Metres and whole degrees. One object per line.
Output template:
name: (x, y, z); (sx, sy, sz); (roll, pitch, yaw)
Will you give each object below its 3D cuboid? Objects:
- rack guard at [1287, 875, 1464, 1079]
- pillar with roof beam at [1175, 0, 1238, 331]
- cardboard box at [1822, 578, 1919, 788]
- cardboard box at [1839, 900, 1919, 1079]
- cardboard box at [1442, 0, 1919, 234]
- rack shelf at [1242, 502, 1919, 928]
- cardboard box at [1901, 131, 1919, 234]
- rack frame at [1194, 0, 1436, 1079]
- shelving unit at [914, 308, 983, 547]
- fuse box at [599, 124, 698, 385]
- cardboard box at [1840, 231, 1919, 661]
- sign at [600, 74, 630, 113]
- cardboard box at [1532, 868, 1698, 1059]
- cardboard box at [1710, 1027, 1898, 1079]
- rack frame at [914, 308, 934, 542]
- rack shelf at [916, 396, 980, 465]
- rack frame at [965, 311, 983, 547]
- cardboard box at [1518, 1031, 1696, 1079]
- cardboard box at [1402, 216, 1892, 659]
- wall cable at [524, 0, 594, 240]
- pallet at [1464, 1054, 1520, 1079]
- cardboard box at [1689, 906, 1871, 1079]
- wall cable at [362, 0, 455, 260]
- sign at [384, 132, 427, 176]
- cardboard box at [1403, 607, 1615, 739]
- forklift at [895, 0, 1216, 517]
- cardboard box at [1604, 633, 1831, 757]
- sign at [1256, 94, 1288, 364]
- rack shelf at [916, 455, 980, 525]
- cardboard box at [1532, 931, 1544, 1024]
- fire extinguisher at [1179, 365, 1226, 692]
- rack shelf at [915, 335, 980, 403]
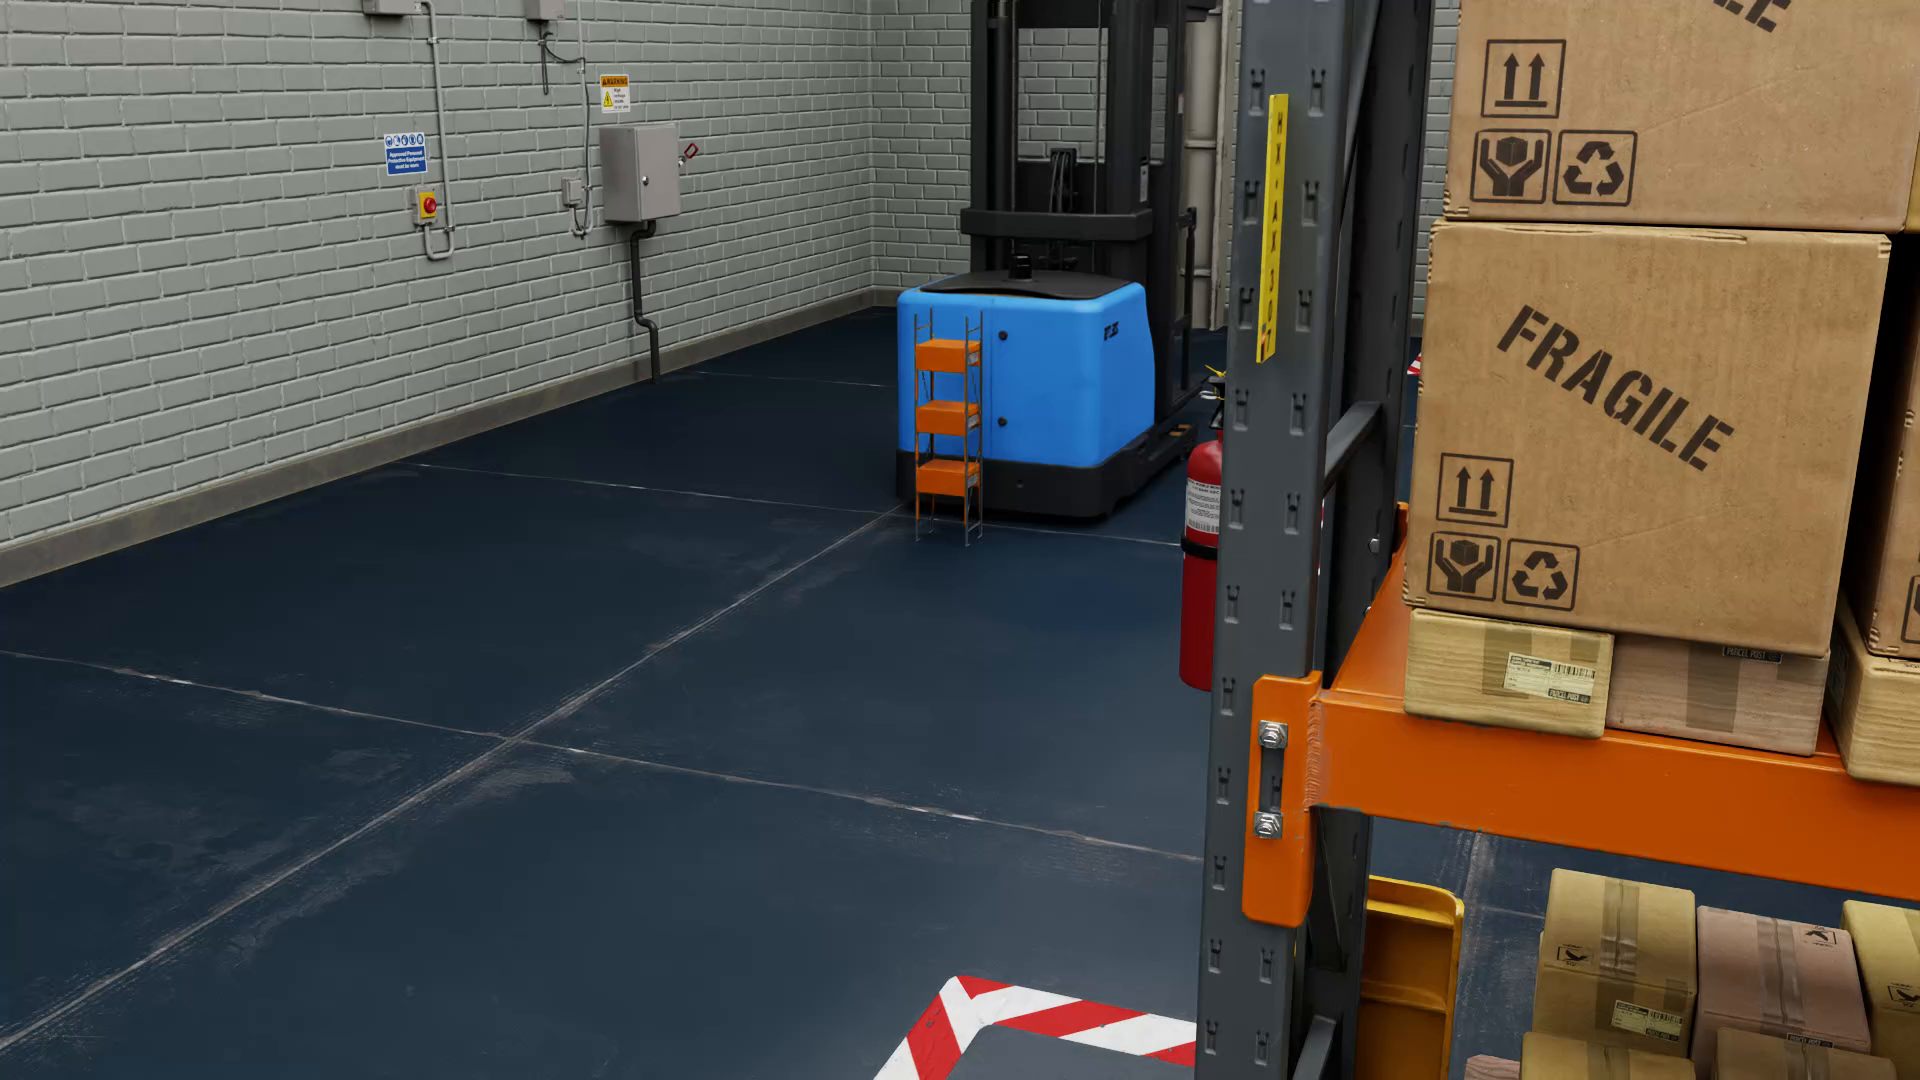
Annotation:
rack guard: (0.661, 1.094, 3.008); (0.348, 0.500, 1.175); (6, 17, 21)
pillar with roof beam: (0.374, -4.970, 8.653); (0.400, 9.000, 9.100); (6, 17, 21)
cardboard box: (1.254, 0.181, 2.119); (0.250, 0.149, 0.380); (6, 17, 19)
cardboard box: (1.676, 0.790, 2.865); (0.250, 0.149, 0.380); (6, 17, 19)
cardboard box: (0.911, -0.670, 2.096); (0.500, 0.500, 0.500); (6, 17, 20)
rack shelf: (2.451, 0.436, 2.082); (4.000, 0.370, 1.077); (6, 17, 21)
cardboard box: (1.383, -0.620, 1.924); (0.500, 0.500, 0.500); (7, 18, 22)
rack frame: (0.589, -0.113, 2.683); (0.053, 2.616, 0.949); (6, 17, 21)
shelving unit: (-0.050, -0.510, 7.546); (0.252, 1.050, 0.215); (6, 17, 21)
fuse box: (-2.035, -1.890, 11.115); (0.414, 1.711, 0.539); (6, 17, 21)
cardboard box: (1.414, -0.139, 2.060); (0.500, 0.500, 0.500); (6, 17, 21)
sign: (-2.248, -2.912, 10.844); (0.001, 0.242, 0.339); (6, 17, 21)
cardboard box: (1.176, 0.756, 2.982); (0.250, 0.149, 0.380); (6, 17, 21)
cardboard box: (1.254, 0.906, 2.465); (0.250, 0.149, 0.380); (7, 17, 22)
rack frame: (-0.163, -0.522, 7.589); (0.008, 1.050, 0.200); (6, 17, 21)
rack shelf: (-0.050, -0.499, 7.549); (0.240, 0.259, 0.215); (6, 17, 21)
rack frame: (0.064, -0.497, 7.503); (0.008, 1.050, 0.200); (6, 17, 21)
cardboard box: (0.953, 0.909, 2.454); (0.250, 0.149, 0.380); (5, 17, 18)
cardboard box: (0.907, -0.187, 2.226); (0.500, 0.500, 0.500); (7, 18, 23)
wall cable: (-2.432, -2.836, 10.240); (0.122, 1.984, 0.588); (6, 17, 21)
pallet: (1.404, 1.325, 2.731); (1.213, 0.211, 1.003); (6, 17, 21)
cardboard box: (1.389, 0.797, 2.842); (0.250, 0.149, 0.380); (7, 17, 22)
wall cable: (-2.941, -2.482, 8.964); (0.123, 1.953, 0.585); (6, 17, 21)
sign: (-3.016, -2.103, 9.051); (0.001, 0.218, 0.327); (6, 17, 21)
cardboard box: (0.772, 0.125, 2.314); (0.250, 0.149, 0.380); (6, 17, 20)
forklift: (0.698, -1.881, 8.895); (1.130, 2.935, 3.031); (6, 17, 21)
cardboard box: (1.024, 0.140, 2.262); (0.250, 0.149, 0.380); (7, 18, 23)
sign: (0.392, -0.389, 2.081); (0.005, 0.325, 0.100); (6, 17, 21)
rack shelf: (-0.050, -0.233, 7.627); (0.240, 0.259, 0.215); (6, 17, 21)
cardboard box: (1.186, 0.890, 3.053); (0.250, 0.149, 0.380); (6, 17, 19)
fire extinguisher: (0.526, -0.043, 3.250); (0.183, 0.674, 0.296); (6, 17, 21)
rack shelf: (-0.050, -0.772, 7.470); (0.240, 0.259, 0.215); (6, 17, 21)
